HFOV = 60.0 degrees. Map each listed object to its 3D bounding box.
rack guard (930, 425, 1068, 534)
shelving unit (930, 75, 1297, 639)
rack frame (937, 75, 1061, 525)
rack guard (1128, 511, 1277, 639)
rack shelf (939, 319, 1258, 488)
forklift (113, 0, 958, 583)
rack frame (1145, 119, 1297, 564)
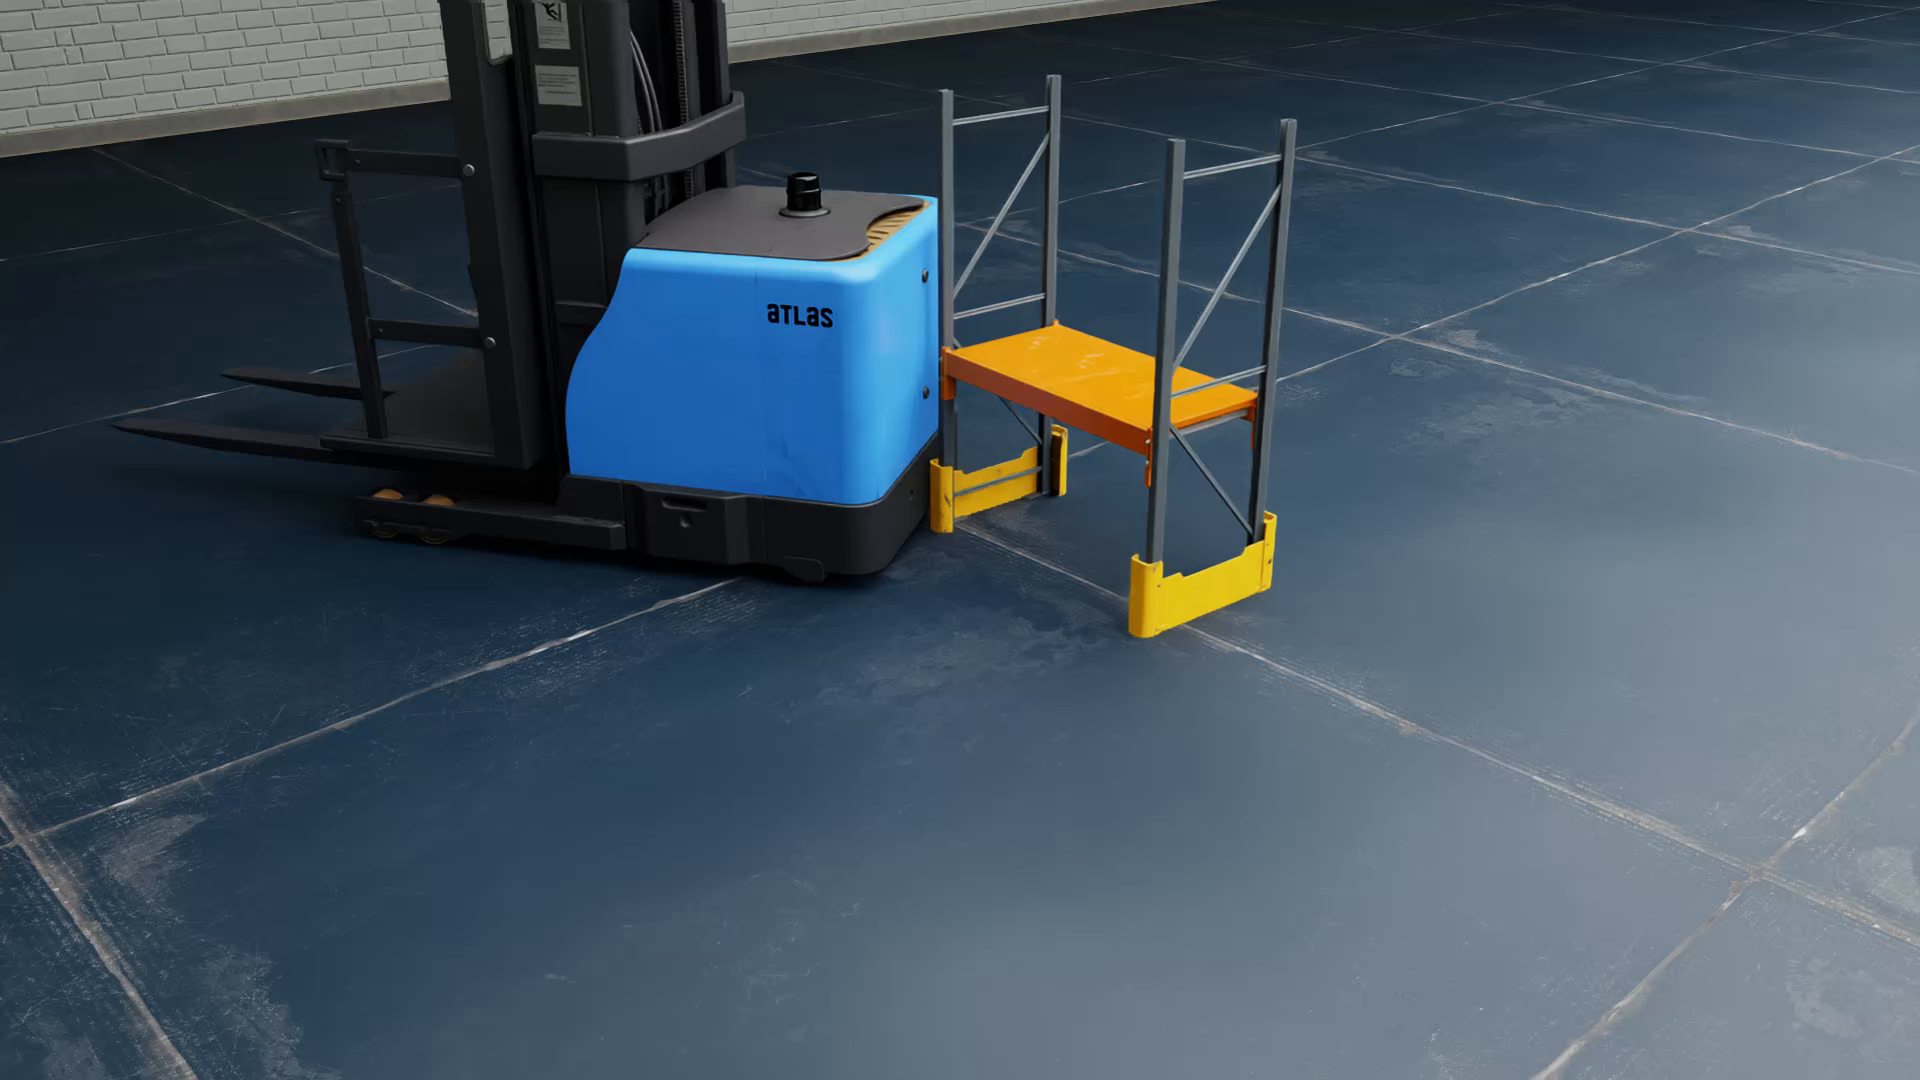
[{"bbox_3d":[0.143,-0.220,5.932,0.587,0.250,0.087,-18,30,-35],"label":"rack guard"},{"bbox_3d":[0.454,-0.628,5.319,0.587,1.500,1.083,-18,30,-35],"label":"shelving unit"},{"bbox_3d":[0.131,-0.795,5.686,0.500,1.500,0.032,-18,30,-35],"label":"rack frame"},{"bbox_3d":[0.765,0.102,5.224,0.587,0.250,0.087,-18,30,-35],"label":"rack guard"},{"bbox_3d":[0.448,-0.467,5.400,0.538,0.185,1.000,-18,30,-35],"label":"rack shelf"},{"bbox_3d":[-1.584,-1.521,5.552,3.031,2.935,1.130,7,25,14],"label":"forklift"},{"bbox_3d":[0.766,-0.466,4.964,0.500,1.500,0.032,-18,30,-35],"label":"rack frame"}]
